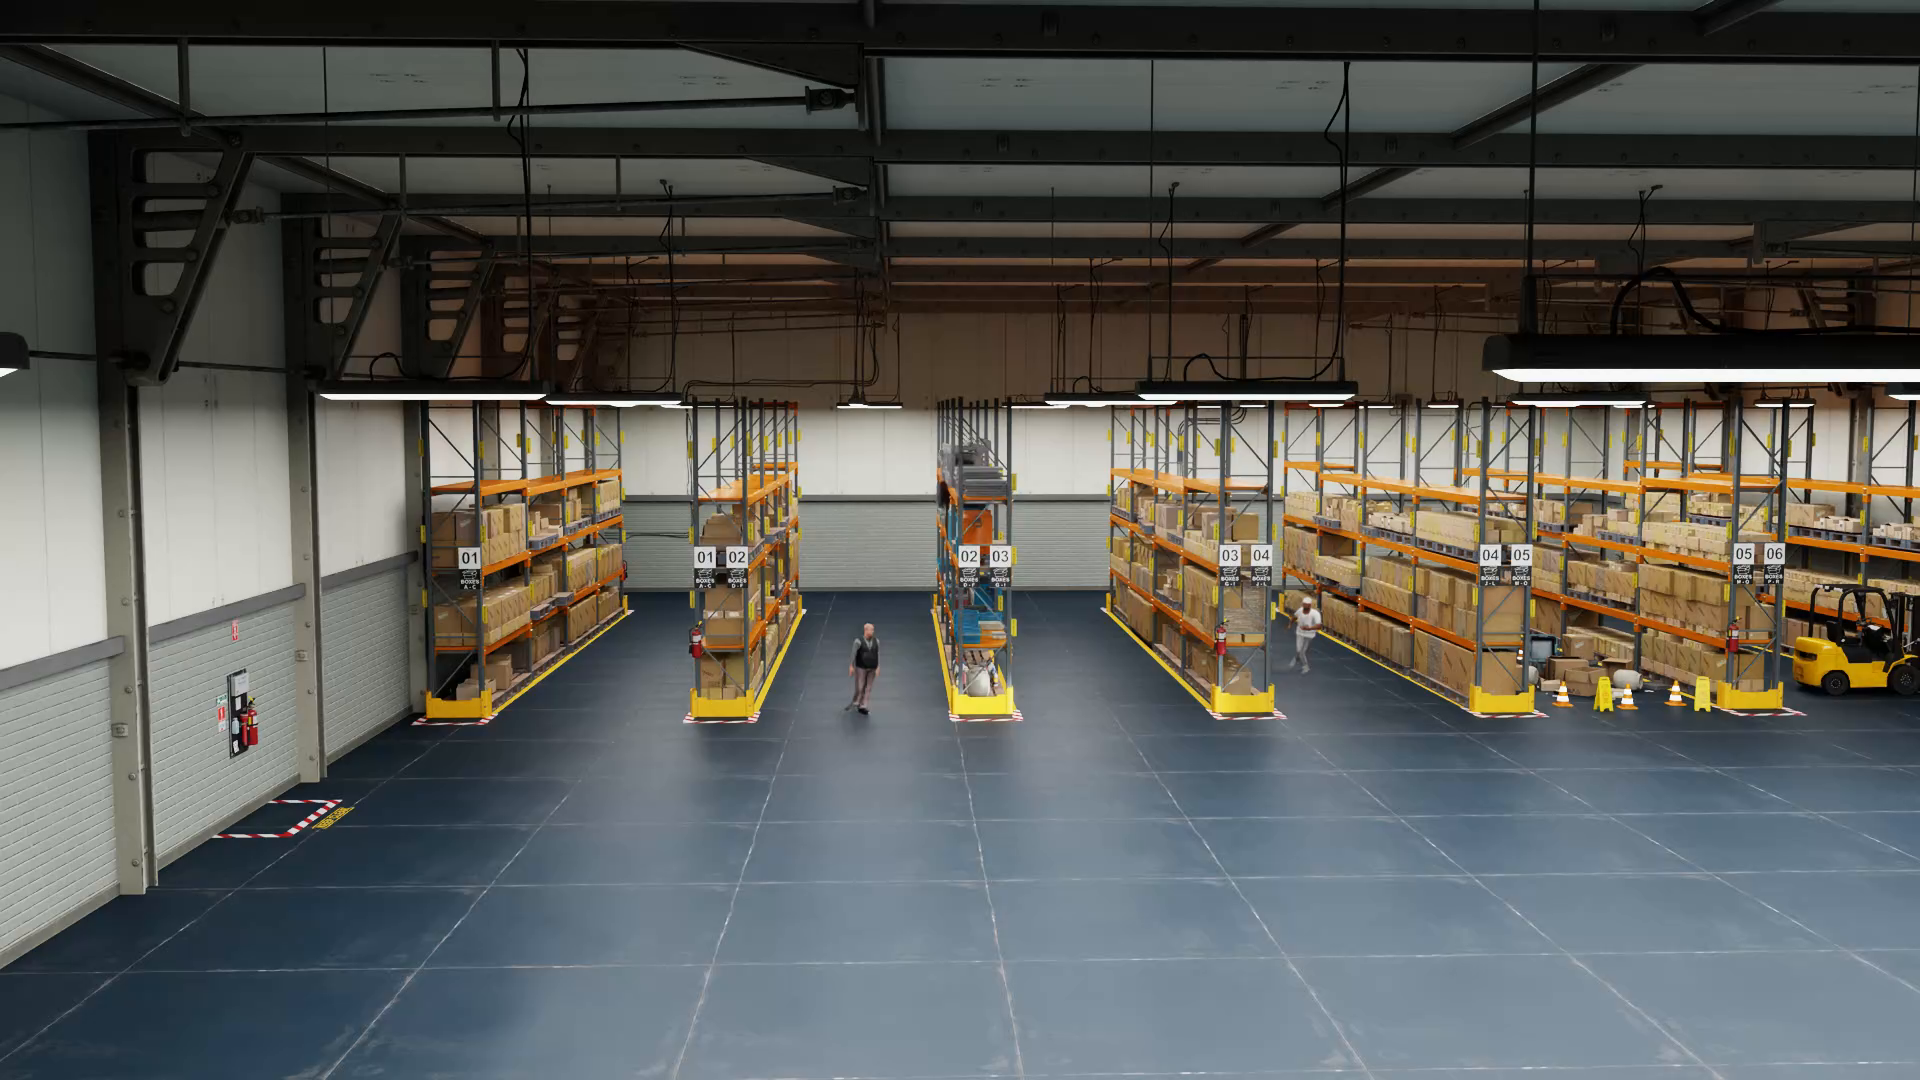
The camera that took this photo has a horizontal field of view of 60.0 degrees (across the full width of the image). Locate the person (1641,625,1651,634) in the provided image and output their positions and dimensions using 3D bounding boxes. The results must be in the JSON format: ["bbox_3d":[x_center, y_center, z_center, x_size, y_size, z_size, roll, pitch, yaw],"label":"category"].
[{"bbox_3d":[16.734,1.823,40.253,0.575,1.607,0.721,-1,4,-10],"label":"person"}]

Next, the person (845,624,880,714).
[{"bbox_3d":[-1.822,2.436,31.412,0.676,1.713,0.454,-2,5,-26],"label":"person"}]

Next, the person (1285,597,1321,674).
[{"bbox_3d":[7.540,2.082,36.487,0.813,1.706,0.689,2,5,21],"label":"person"}]
